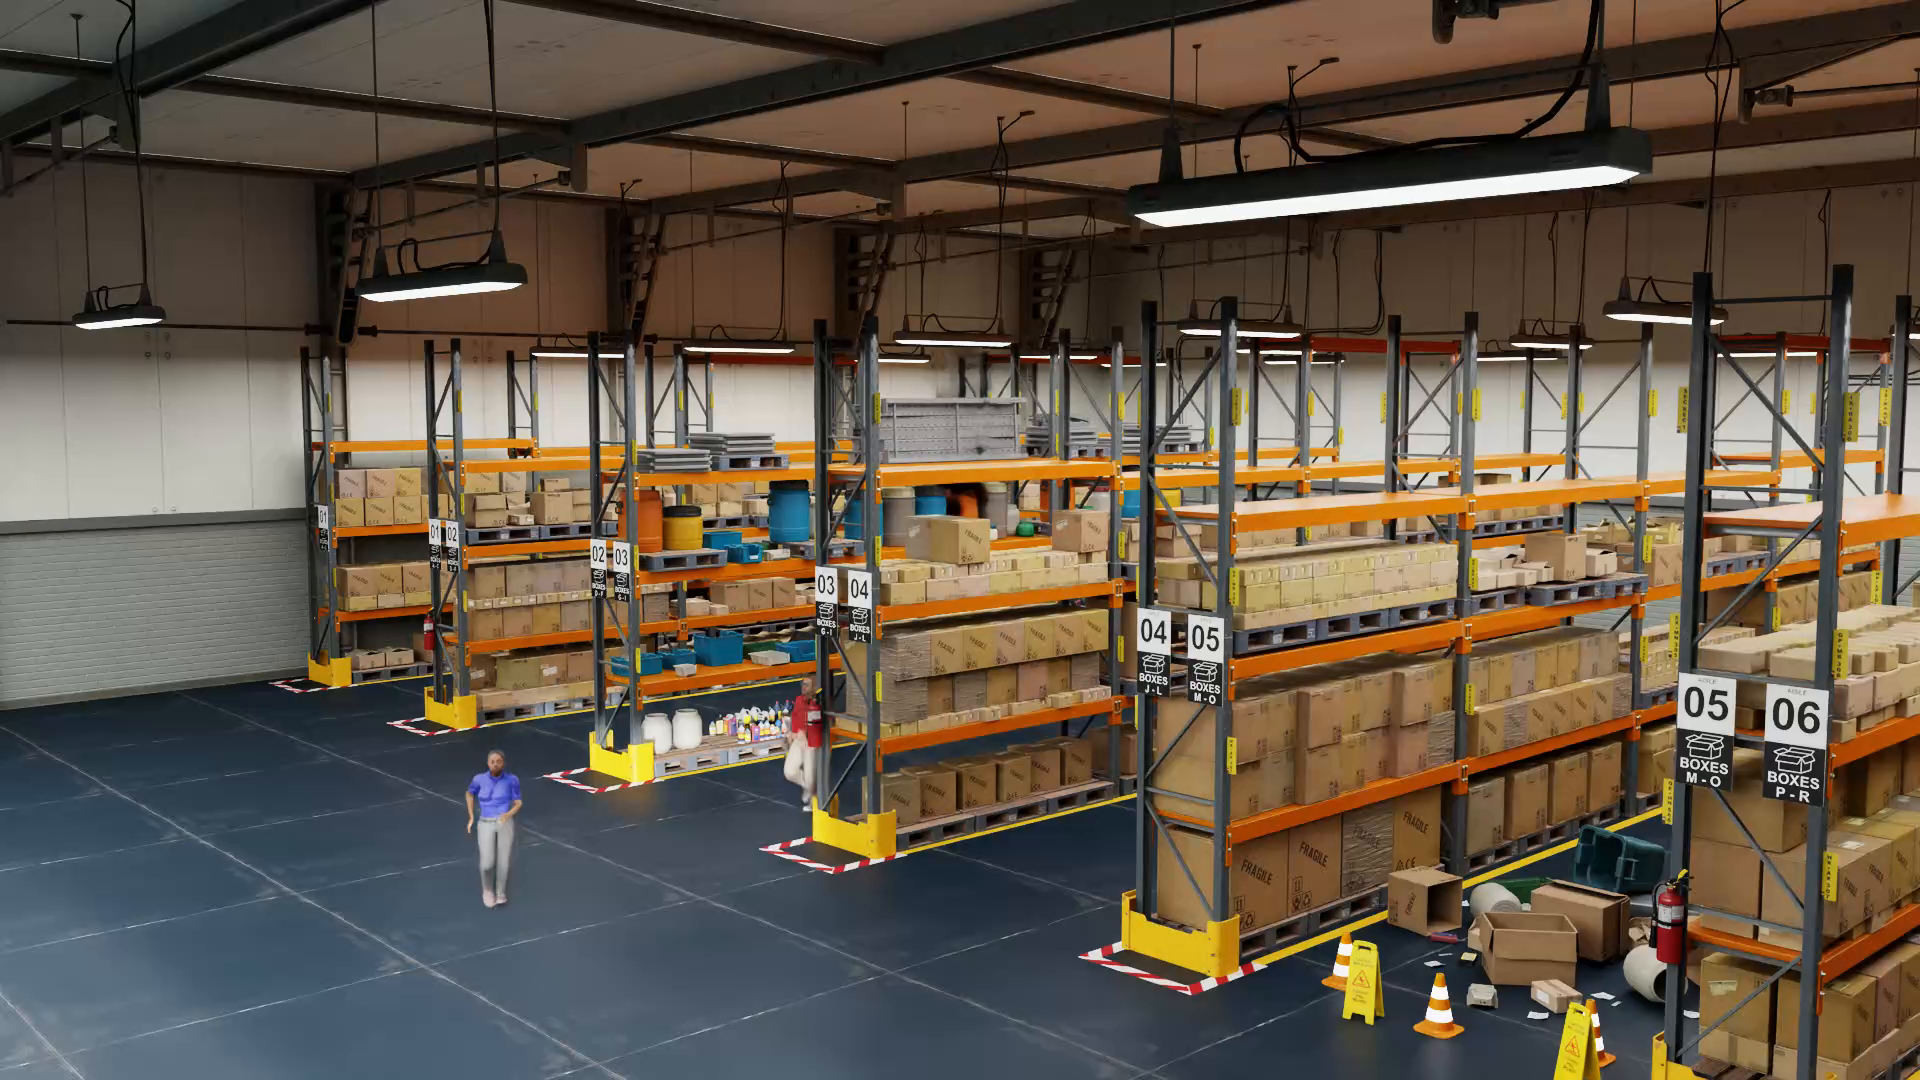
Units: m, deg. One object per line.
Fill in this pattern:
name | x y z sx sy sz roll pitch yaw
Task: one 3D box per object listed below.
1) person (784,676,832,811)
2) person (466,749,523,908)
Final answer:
person | -1.908 2.519 20.509 0.664 1.677 0.590 3 6 33
person | -4.640 2.884 16.593 0.543 1.613 0.723 -1 5 -16
